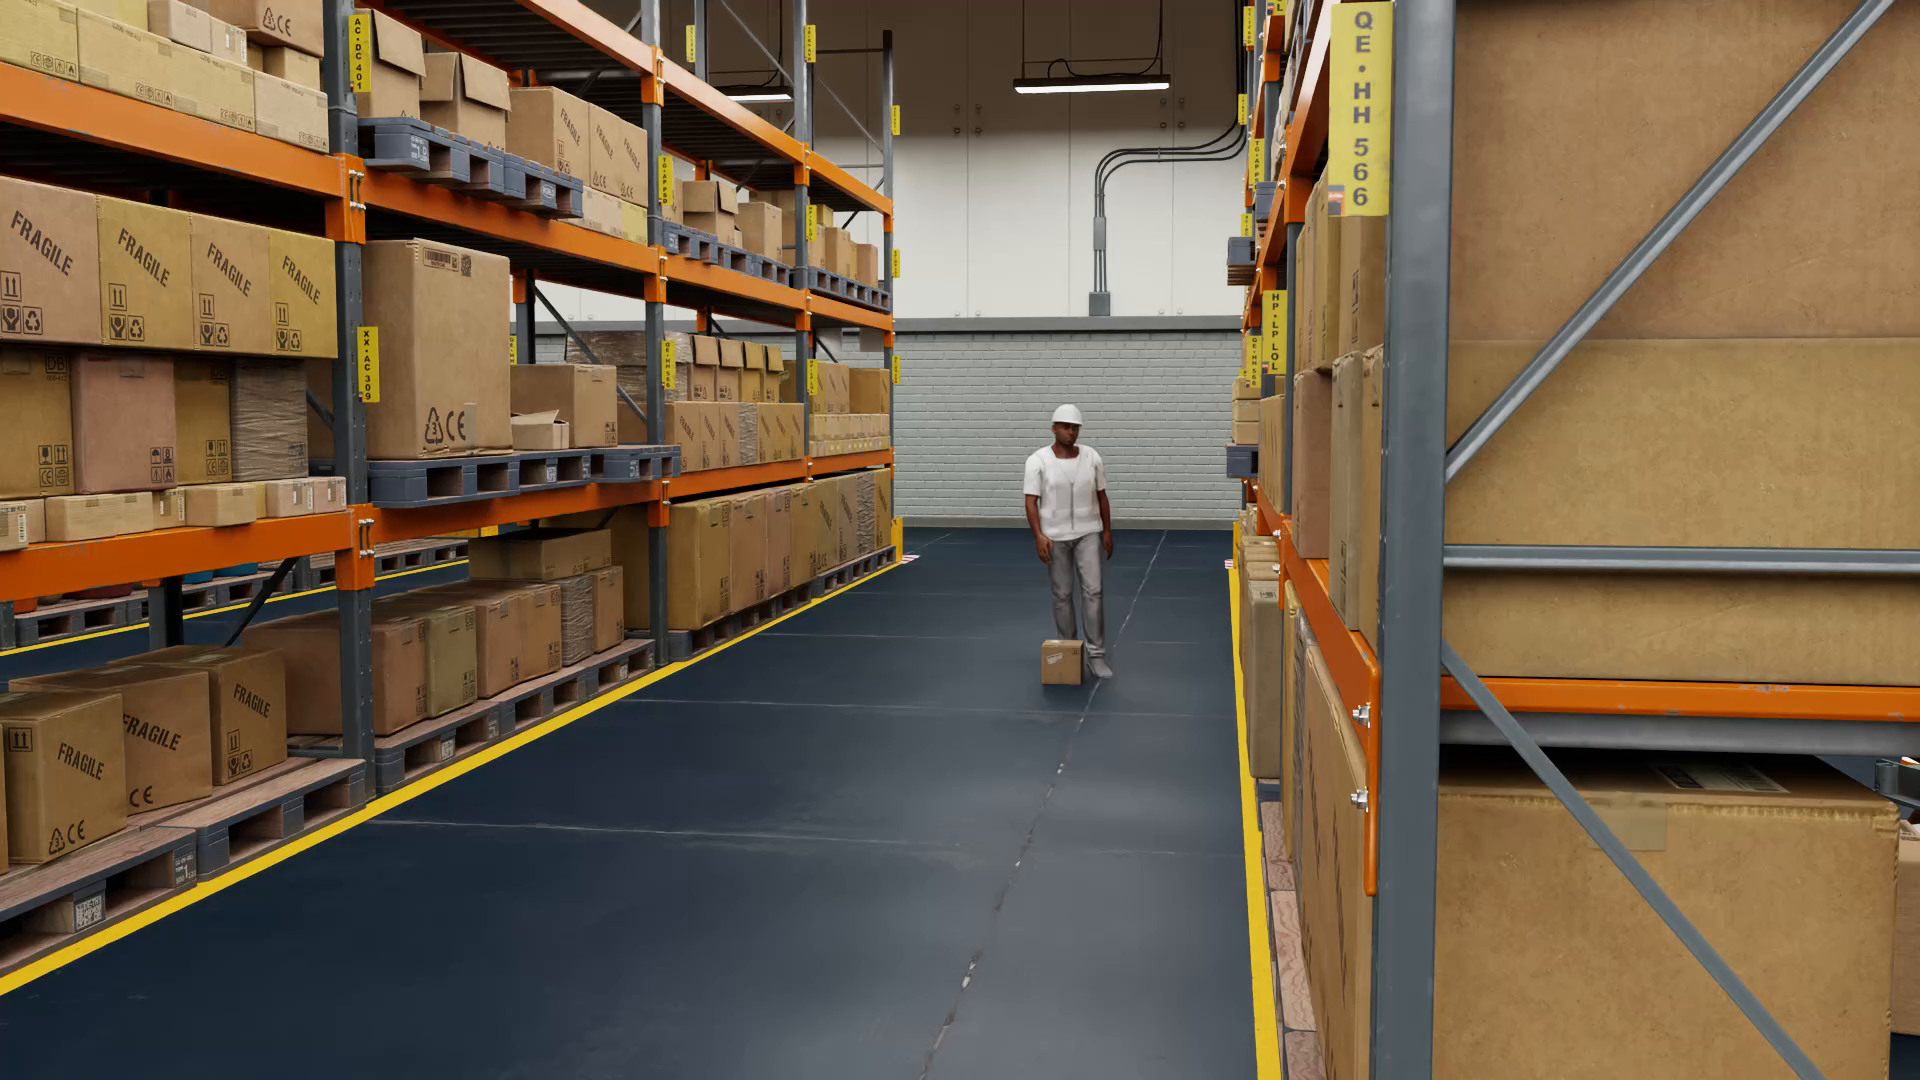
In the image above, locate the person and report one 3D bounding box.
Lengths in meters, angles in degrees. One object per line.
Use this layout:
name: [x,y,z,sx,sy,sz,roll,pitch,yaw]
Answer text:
person: [0.733,0.010,11.050,0.627,1.818,0.624,0,4,-3]
